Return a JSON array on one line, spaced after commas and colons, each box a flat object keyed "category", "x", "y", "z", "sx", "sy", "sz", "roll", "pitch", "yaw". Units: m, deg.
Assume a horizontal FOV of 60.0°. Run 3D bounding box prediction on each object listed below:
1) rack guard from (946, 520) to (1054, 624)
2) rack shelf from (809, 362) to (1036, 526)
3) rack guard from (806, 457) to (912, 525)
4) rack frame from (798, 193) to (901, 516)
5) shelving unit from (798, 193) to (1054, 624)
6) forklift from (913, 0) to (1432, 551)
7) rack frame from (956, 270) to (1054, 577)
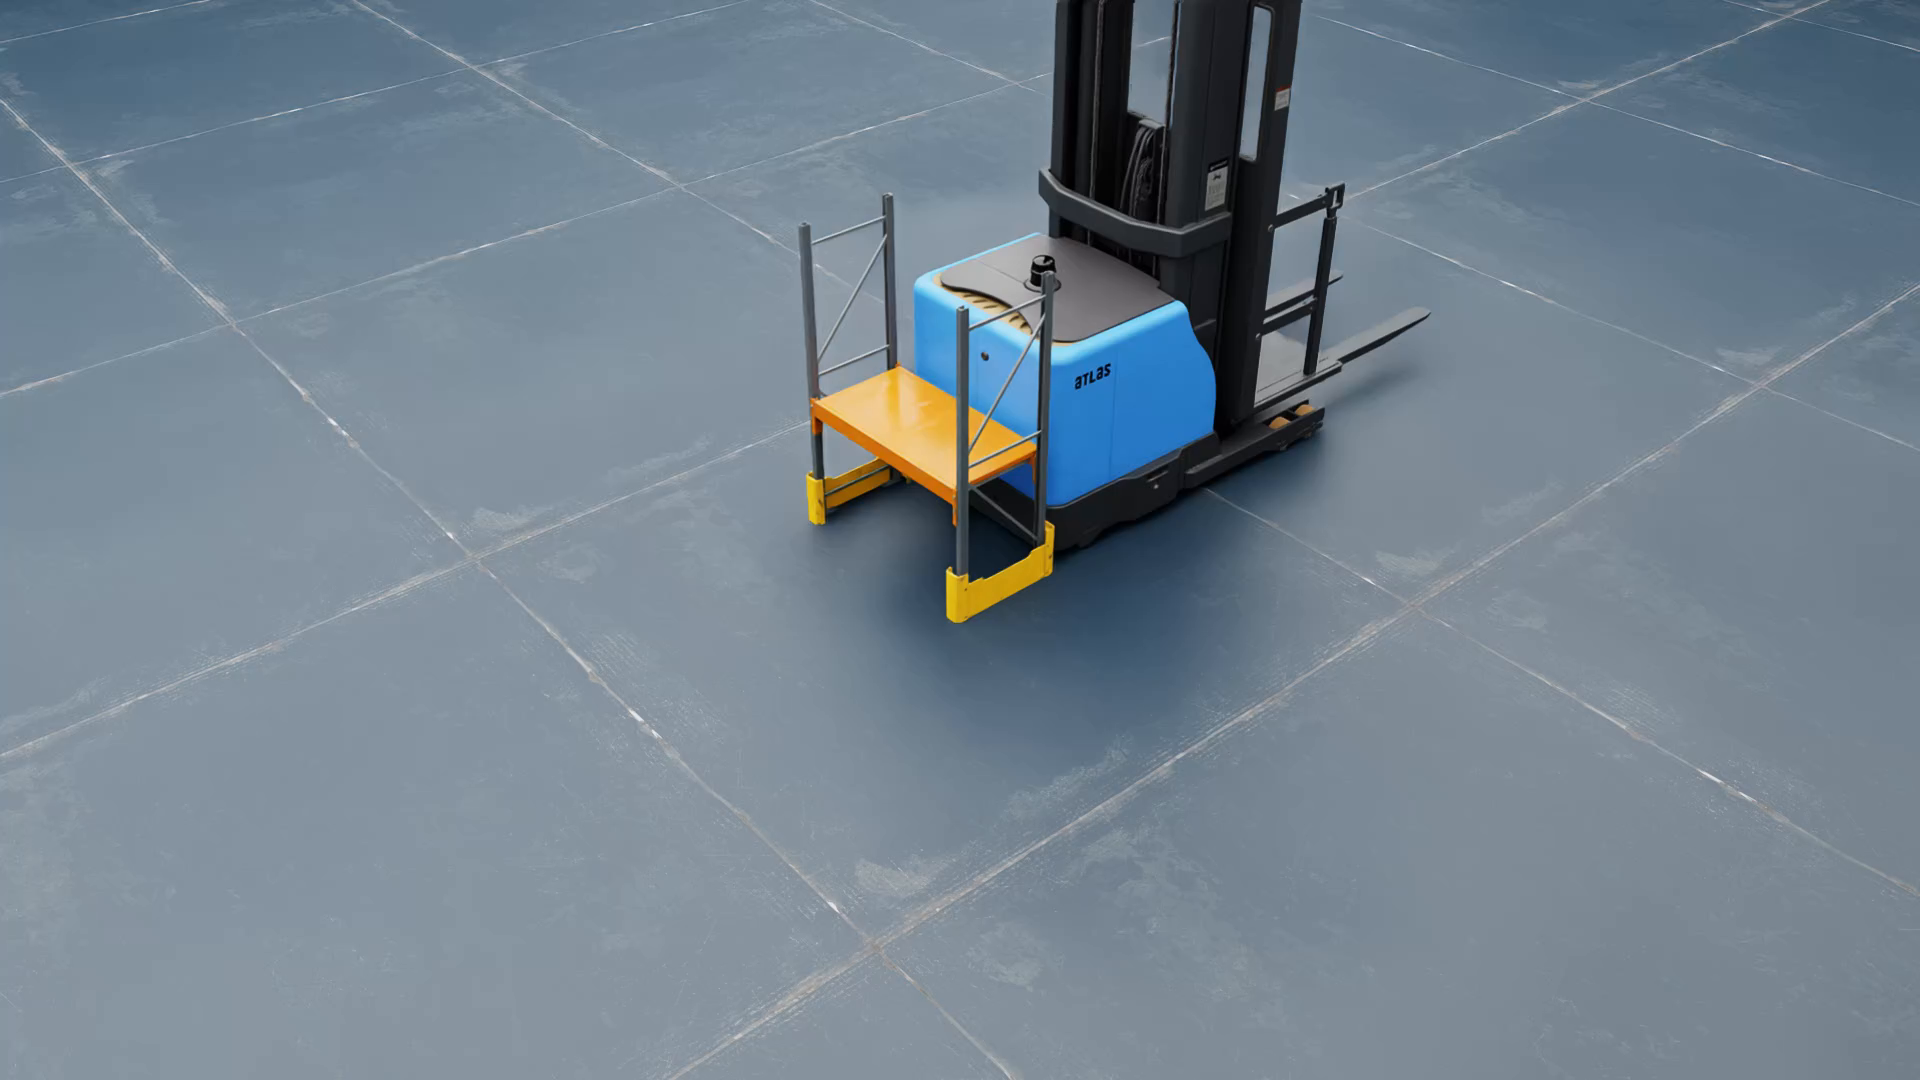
[{"category": "rack guard", "x": 0.181, "y": 0.137, "z": 7.340, "sx": 0.587, "sy": 0.250, "sz": 0.087, "roll": -27, "pitch": 43, "yaw": -33}, {"category": "rack shelf", "x": -0.154, "y": -0.446, "z": 7.394, "sx": 0.538, "sy": 0.185, "sz": 1.000, "roll": -27, "pitch": 43, "yaw": -33}, {"category": "rack guard", "x": -0.476, "y": -0.296, "z": 7.951, "sx": 0.587, "sy": 0.250, "sz": 0.087, "roll": -27, "pitch": 43, "yaw": -33}, {"category": "rack frame", "x": -0.489, "y": -0.814, "z": 7.602, "sx": 0.500, "sy": 1.500, "sz": 0.032, "roll": -27, "pitch": 43, "yaw": -33}, {"category": "shelving unit", "x": -0.148, "y": -0.589, "z": 7.284, "sx": 0.587, "sy": 1.500, "sz": 1.083, "roll": -27, "pitch": 43, "yaw": -33}, {"category": "forklift", "x": 1.224, "y": -1.855, "z": 7.834, "sx": 3.031, "sy": 2.935, "sz": 1.130, "roll": -26, "pitch": 43, "yaw": -32}, {"category": "rack frame", "x": 0.182, "y": -0.373, "z": 6.978, "sx": 0.500, "sy": 1.500, "sz": 0.032, "roll": -27, "pitch": 43, "yaw": -33}]
